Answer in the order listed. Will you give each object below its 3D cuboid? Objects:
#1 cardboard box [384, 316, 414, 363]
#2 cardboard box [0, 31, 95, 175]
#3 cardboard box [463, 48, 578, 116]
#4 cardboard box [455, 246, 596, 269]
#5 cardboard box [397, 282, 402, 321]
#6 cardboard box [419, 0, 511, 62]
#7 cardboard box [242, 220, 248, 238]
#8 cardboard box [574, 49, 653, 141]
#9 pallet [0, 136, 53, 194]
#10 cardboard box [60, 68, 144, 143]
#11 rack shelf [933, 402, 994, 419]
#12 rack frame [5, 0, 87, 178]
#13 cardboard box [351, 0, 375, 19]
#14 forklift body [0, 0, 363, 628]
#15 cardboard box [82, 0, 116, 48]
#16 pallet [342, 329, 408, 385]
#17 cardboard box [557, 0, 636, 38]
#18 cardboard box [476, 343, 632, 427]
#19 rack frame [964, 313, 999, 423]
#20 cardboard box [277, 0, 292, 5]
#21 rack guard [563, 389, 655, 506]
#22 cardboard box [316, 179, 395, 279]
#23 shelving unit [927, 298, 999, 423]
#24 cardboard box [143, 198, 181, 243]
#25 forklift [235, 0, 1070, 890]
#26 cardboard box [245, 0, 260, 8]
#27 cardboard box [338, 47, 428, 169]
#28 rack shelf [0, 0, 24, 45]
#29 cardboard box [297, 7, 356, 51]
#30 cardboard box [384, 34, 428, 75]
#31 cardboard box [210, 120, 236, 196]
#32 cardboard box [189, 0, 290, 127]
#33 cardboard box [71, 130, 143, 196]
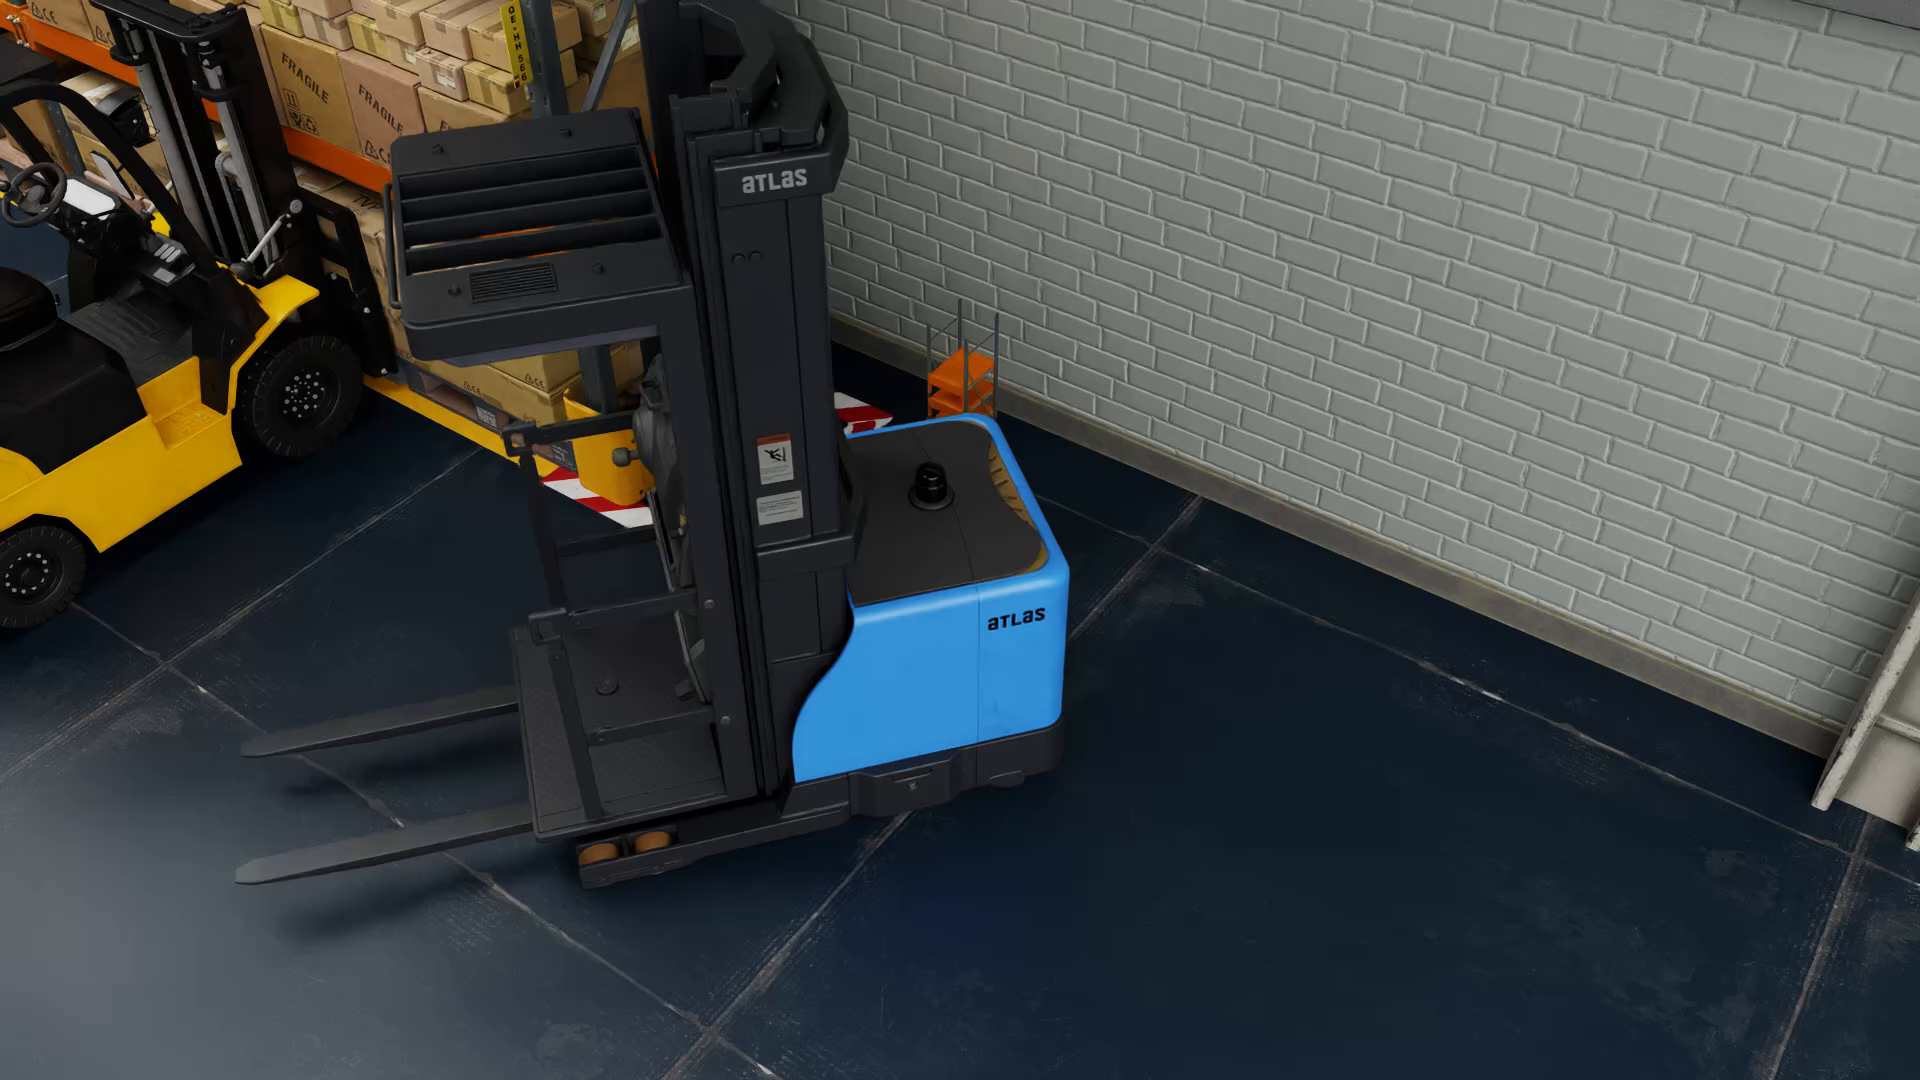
[{"bbox_3d":[-2.727,-1.183,8.318,0.500,0.250,0.500,26,48,26],"label":"cardboard box"},{"bbox_3d":[-5.063,-2.648,9.674,0.625,0.625,0.875,27,48,27],"label":"cardboard box"},{"bbox_3d":[-1.799,-1.910,6.822,0.250,0.149,0.380,26,48,26],"label":"cardboard box"},{"bbox_3d":[-1.910,-1.162,7.545,0.500,0.250,0.500,27,48,27],"label":"cardboard box"},{"bbox_3d":[-2.337,-1.183,7.943,0.500,0.250,0.500,25,47,25],"label":"cardboard box"},{"bbox_3d":[-1.988,-2.141,6.857,0.250,0.149,0.380,25,48,25],"label":"cardboard box"},{"bbox_3d":[-3.592,-1.757,8.585,0.500,0.250,0.500,25,47,25],"label":"cardboard box"},{"bbox_3d":[-1.600,-2.030,7.443,0.500,0.500,0.500,27,48,27],"label":"cardboard box"},{"bbox_3d":[-5.255,-2.405,10.027,1.213,0.211,1.003,25,48,25],"label":"pallet"},{"bbox_3d":[-4.413,-2.331,8.851,0.500,0.250,0.500,24,47,25],"label":"cardboard box"},{"bbox_3d":[0.012,-0.498,7.042,0.180,0.103,0.258,25,48,25],"label":"rack shelf"},{"bbox_3d":[-4.629,-3.183,8.806,0.127,3.000,1.000,25,48,25],"label":"rack frame"},{"bbox_3d":[-2.379,-2.362,7.104,0.250,0.149,0.380,25,48,26],"label":"cardboard box"},{"bbox_3d":[-3.954,-1.065,7.076,1.214,2.155,2.313,25,48,25],"label":"forklift body"},{"bbox_3d":[-3.980,-2.718,8.211,0.500,0.500,0.500,26,48,26],"label":"cardboard box"},{"bbox_3d":[-2.999,-1.350,8.849,1.213,0.211,1.003,25,48,25],"label":"pallet"},{"bbox_3d":[-1.507,-2.287,7.020,0.250,0.149,0.380,24,47,25],"label":"cardboard box"},{"bbox_3d":[-1.920,-0.791,7.880,0.500,0.250,0.500,25,48,26],"label":"cardboard box"},{"bbox_3d":[0.087,-0.407,7.053,0.006,1.200,0.240,25,48,25],"label":"rack frame"},{"bbox_3d":[-2.871,-2.497,7.255,0.250,0.149,0.380,26,48,26],"label":"cardboard box"},{"bbox_3d":[-1.335,-0.711,7.918,0.348,0.500,1.175,25,48,25],"label":"rack guard"},{"bbox_3d":[-2.751,-1.542,7.969,0.500,0.250,0.500,26,48,26],"label":"cardboard box"},{"bbox_3d":[0.012,-0.442,7.092,0.189,1.200,0.258,25,48,25],"label":"shelving unit"},{"bbox_3d":[-3.999,-1.763,8.966,0.500,0.250,0.500,24,47,24],"label":"cardboard box"},{"bbox_3d":[-1.177,-0.220,5.546,3.031,2.935,1.130,-11,43,-12],"label":"forklift"},{"bbox_3d":[-3.016,-2.533,7.518,0.250,0.149,0.380,25,47,25],"label":"cardboard box"},{"bbox_3d":[-2.327,-1.938,7.339,0.500,0.500,0.500,27,48,27],"label":"cardboard box"},{"bbox_3d":[-6.267,-3.681,9.902,4.000,0.370,1.077,25,48,25],"label":"rack shelf"},{"bbox_3d":[-2.645,-2.302,7.260,0.250,0.149,0.380,24,47,24],"label":"cardboard box"},{"bbox_3d":[-2.203,-2.125,7.062,0.250,0.149,0.380,26,48,26],"label":"cardboard box"},{"bbox_3d":[-3.587,-1.945,8.420,0.500,0.250,0.500,27,48,27],"label":"cardboard box"},{"bbox_3d":[-3.165,-2.320,7.767,0.500,0.500,0.500,25,48,26],"label":"cardboard box"},{"bbox_3d":[-4.410,-2.147,9.021,0.500,0.250,0.500,25,47,25],"label":"cardboard box"}]
